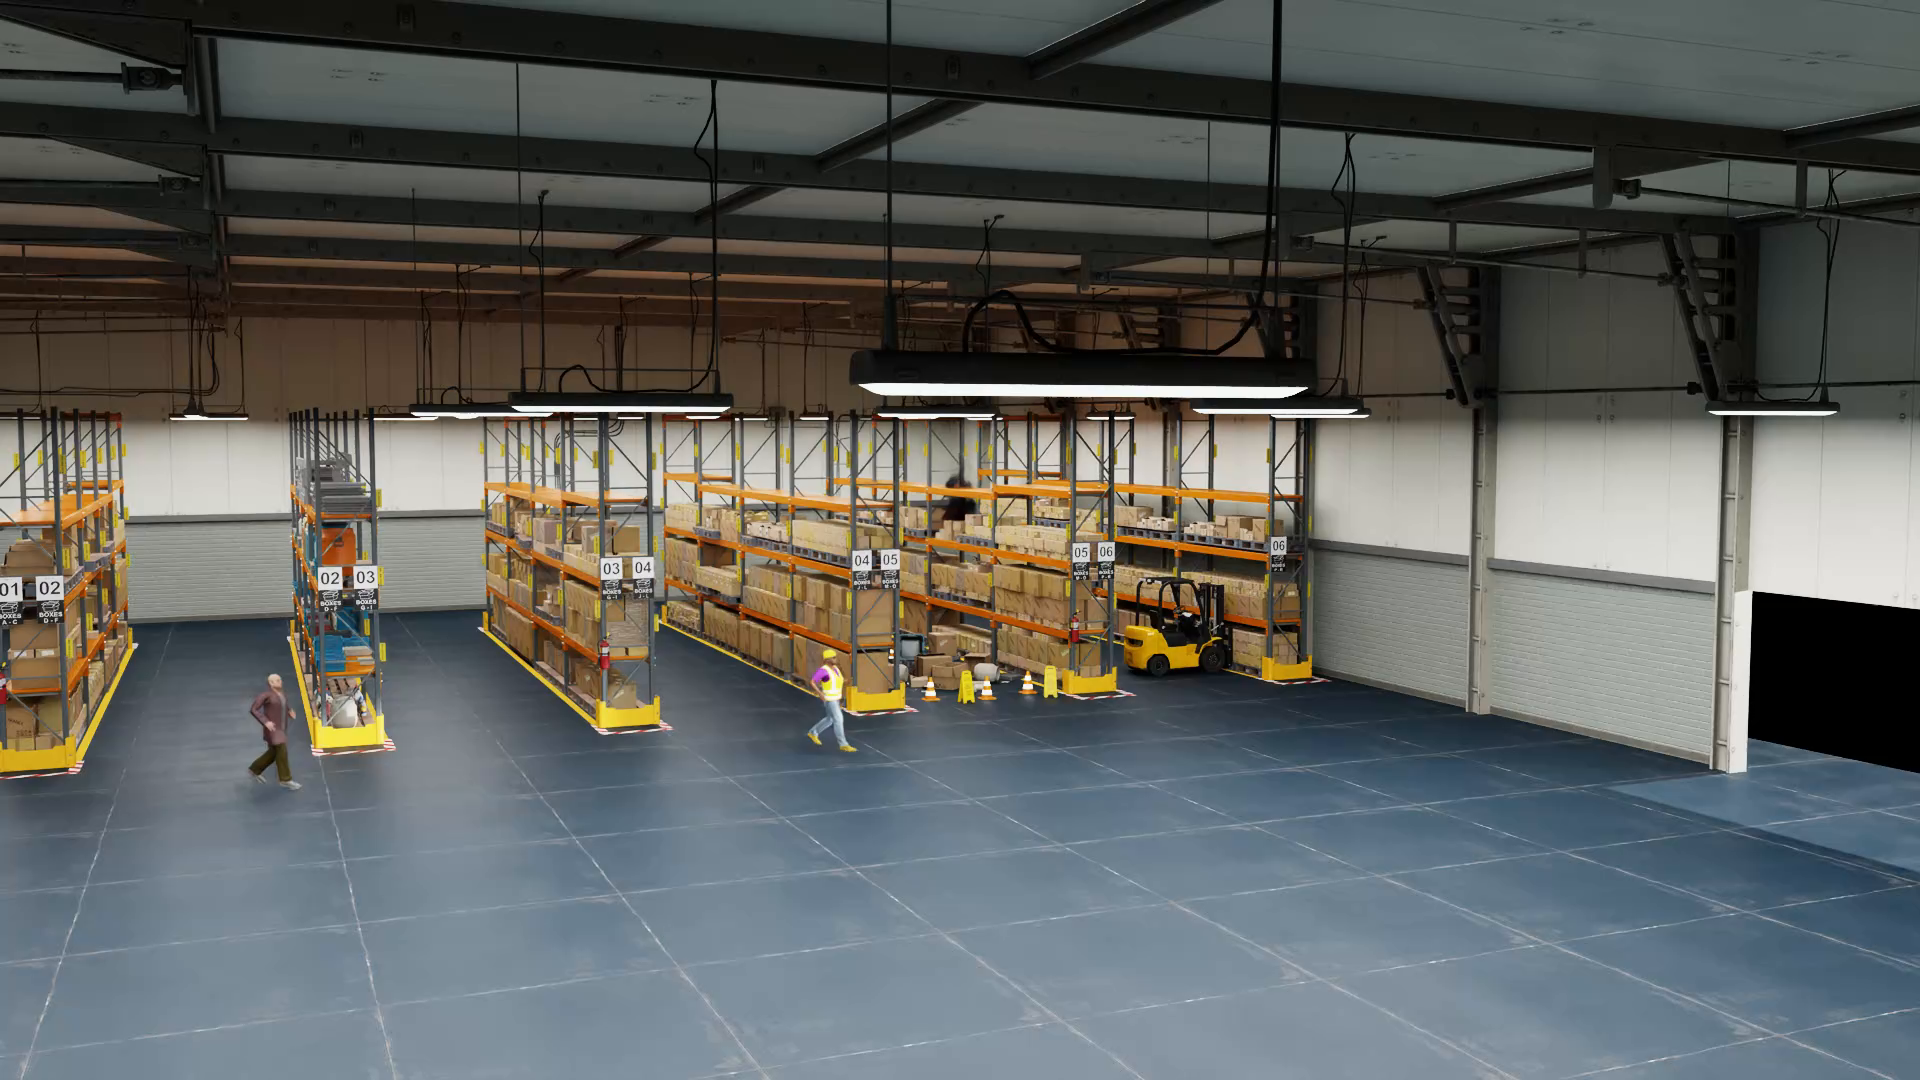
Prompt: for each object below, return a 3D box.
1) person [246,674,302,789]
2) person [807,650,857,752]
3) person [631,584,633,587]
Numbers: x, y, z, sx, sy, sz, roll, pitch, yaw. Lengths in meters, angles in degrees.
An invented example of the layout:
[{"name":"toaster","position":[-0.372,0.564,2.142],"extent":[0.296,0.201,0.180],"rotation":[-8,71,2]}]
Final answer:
[{"name":"person","position":[-10.762,2.985,26.057],"extent":[0.959,1.792,0.700],"rotation":[0,4,6]},{"name":"person","position":[-2.242,2.781,28.995],"extent":[0.990,1.750,0.701],"rotation":[1,4,18]},{"name":"person","position":[-9.439,1.470,48.643],"extent":[0.837,1.770,0.782],"rotation":[-4,5,-42]}]
